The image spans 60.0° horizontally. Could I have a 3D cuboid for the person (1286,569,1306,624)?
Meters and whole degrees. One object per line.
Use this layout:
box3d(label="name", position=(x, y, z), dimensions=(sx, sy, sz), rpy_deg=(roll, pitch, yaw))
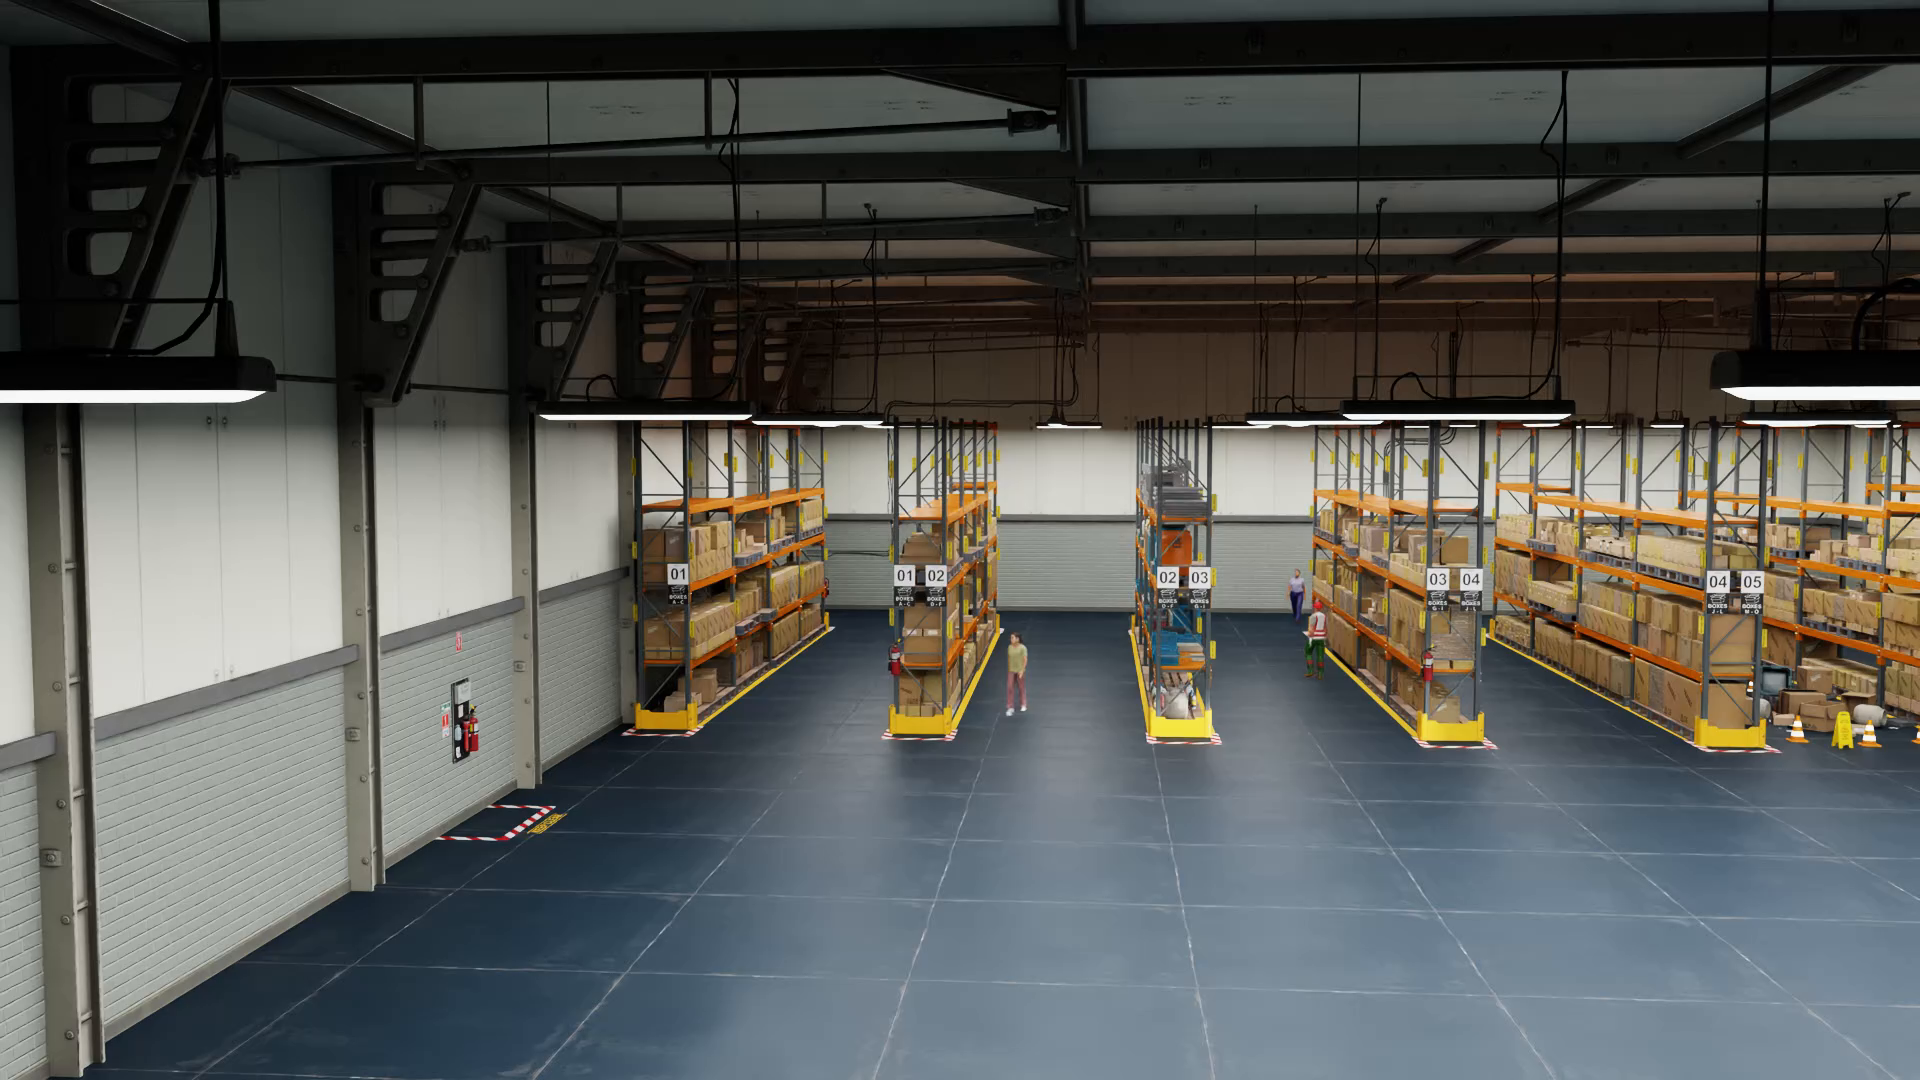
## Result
box3d(label="person", position=(10.030, 1.666, 49.628), dimensions=(0.542, 1.590, 1.002), rpy_deg=(1, 4, 21))

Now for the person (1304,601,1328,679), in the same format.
box3d(label="person", position=(8.287, 2.327, 38.497), dimensions=(0.527, 1.807, 0.543), rpy_deg=(-1, 4, -9))

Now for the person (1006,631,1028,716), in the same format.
box3d(label="person", position=(1.126, 2.686, 33.706), dimensions=(0.478, 1.651, 0.842), rpy_deg=(2, 4, 25))
